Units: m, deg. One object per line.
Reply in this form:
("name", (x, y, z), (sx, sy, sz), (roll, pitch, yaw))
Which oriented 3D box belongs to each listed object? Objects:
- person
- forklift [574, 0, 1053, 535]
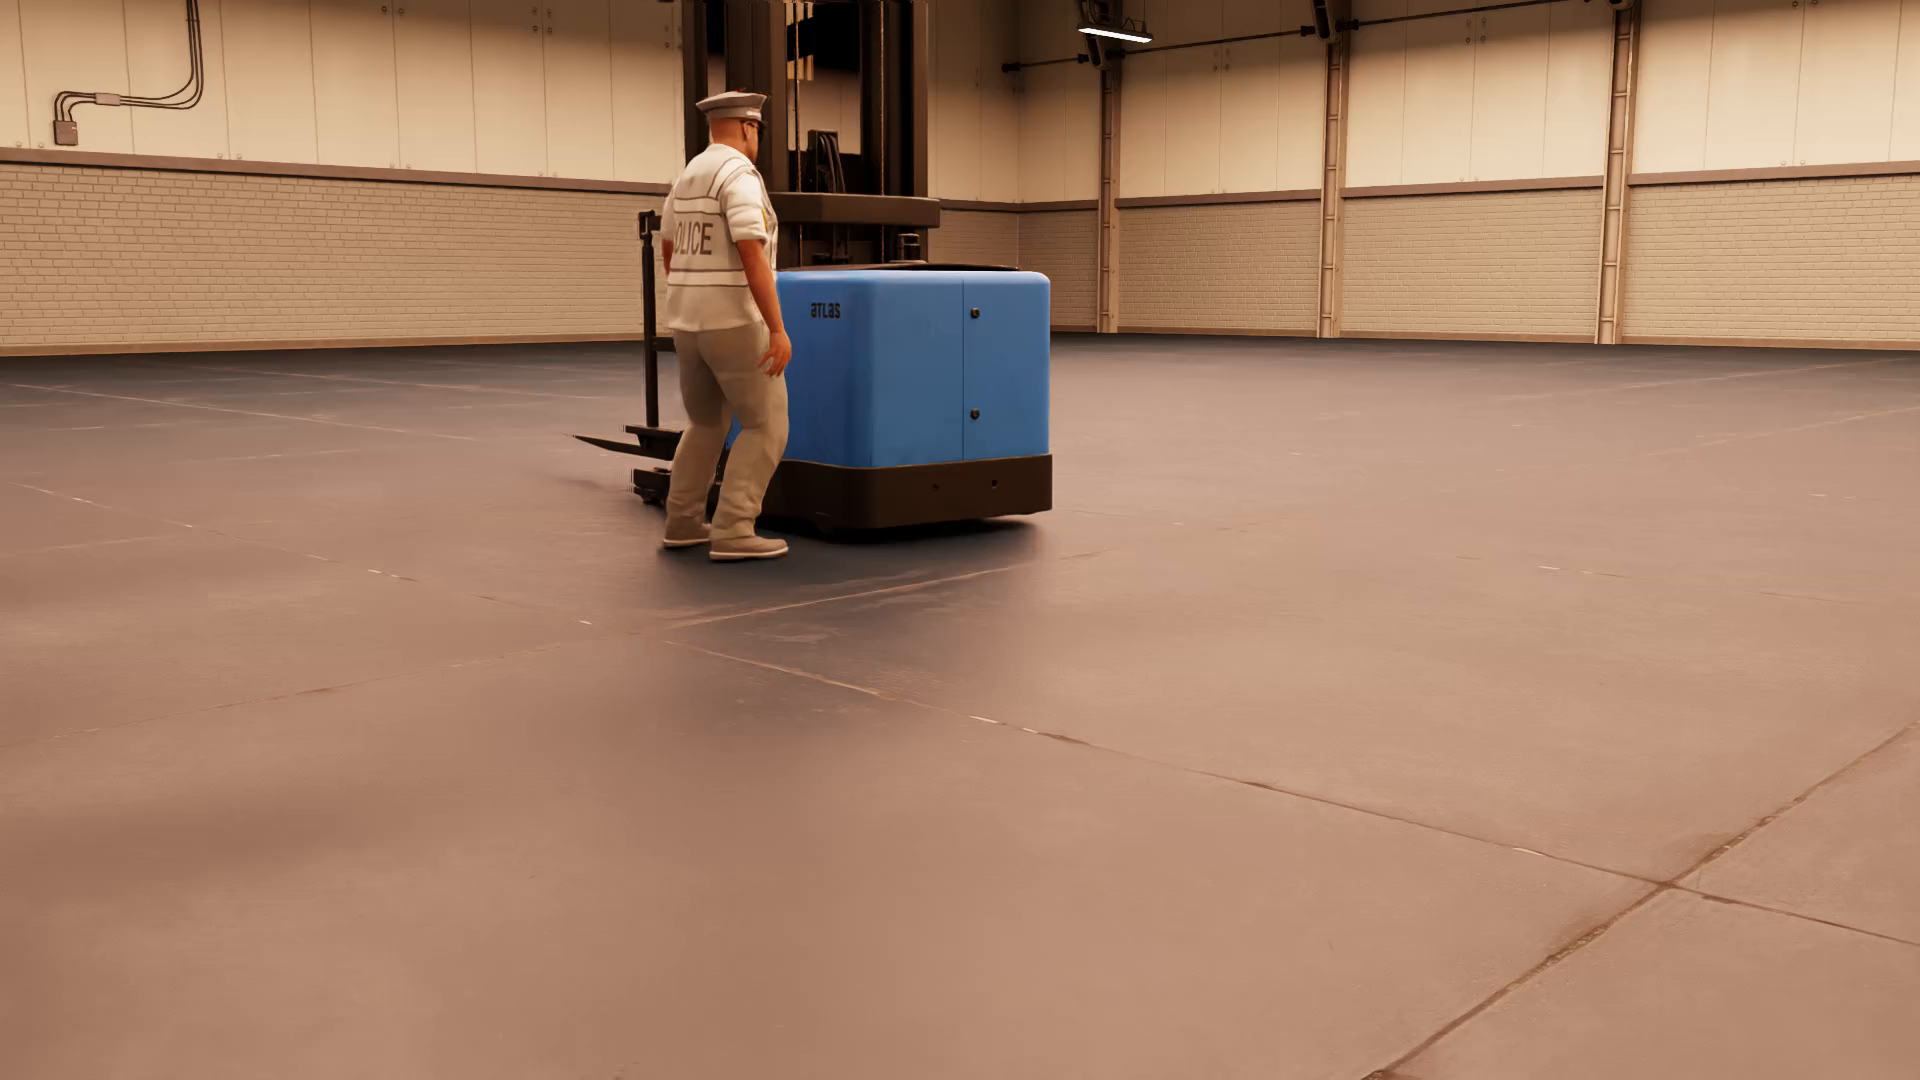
("person", (-0.887, -0.800, 6.239), (0.386, 1.724, 0.775), (-7, 11, -39))
("forklift", (-0.896, -1.641, 7.772), (1.130, 2.935, 3.031), (-6, 11, -37))
